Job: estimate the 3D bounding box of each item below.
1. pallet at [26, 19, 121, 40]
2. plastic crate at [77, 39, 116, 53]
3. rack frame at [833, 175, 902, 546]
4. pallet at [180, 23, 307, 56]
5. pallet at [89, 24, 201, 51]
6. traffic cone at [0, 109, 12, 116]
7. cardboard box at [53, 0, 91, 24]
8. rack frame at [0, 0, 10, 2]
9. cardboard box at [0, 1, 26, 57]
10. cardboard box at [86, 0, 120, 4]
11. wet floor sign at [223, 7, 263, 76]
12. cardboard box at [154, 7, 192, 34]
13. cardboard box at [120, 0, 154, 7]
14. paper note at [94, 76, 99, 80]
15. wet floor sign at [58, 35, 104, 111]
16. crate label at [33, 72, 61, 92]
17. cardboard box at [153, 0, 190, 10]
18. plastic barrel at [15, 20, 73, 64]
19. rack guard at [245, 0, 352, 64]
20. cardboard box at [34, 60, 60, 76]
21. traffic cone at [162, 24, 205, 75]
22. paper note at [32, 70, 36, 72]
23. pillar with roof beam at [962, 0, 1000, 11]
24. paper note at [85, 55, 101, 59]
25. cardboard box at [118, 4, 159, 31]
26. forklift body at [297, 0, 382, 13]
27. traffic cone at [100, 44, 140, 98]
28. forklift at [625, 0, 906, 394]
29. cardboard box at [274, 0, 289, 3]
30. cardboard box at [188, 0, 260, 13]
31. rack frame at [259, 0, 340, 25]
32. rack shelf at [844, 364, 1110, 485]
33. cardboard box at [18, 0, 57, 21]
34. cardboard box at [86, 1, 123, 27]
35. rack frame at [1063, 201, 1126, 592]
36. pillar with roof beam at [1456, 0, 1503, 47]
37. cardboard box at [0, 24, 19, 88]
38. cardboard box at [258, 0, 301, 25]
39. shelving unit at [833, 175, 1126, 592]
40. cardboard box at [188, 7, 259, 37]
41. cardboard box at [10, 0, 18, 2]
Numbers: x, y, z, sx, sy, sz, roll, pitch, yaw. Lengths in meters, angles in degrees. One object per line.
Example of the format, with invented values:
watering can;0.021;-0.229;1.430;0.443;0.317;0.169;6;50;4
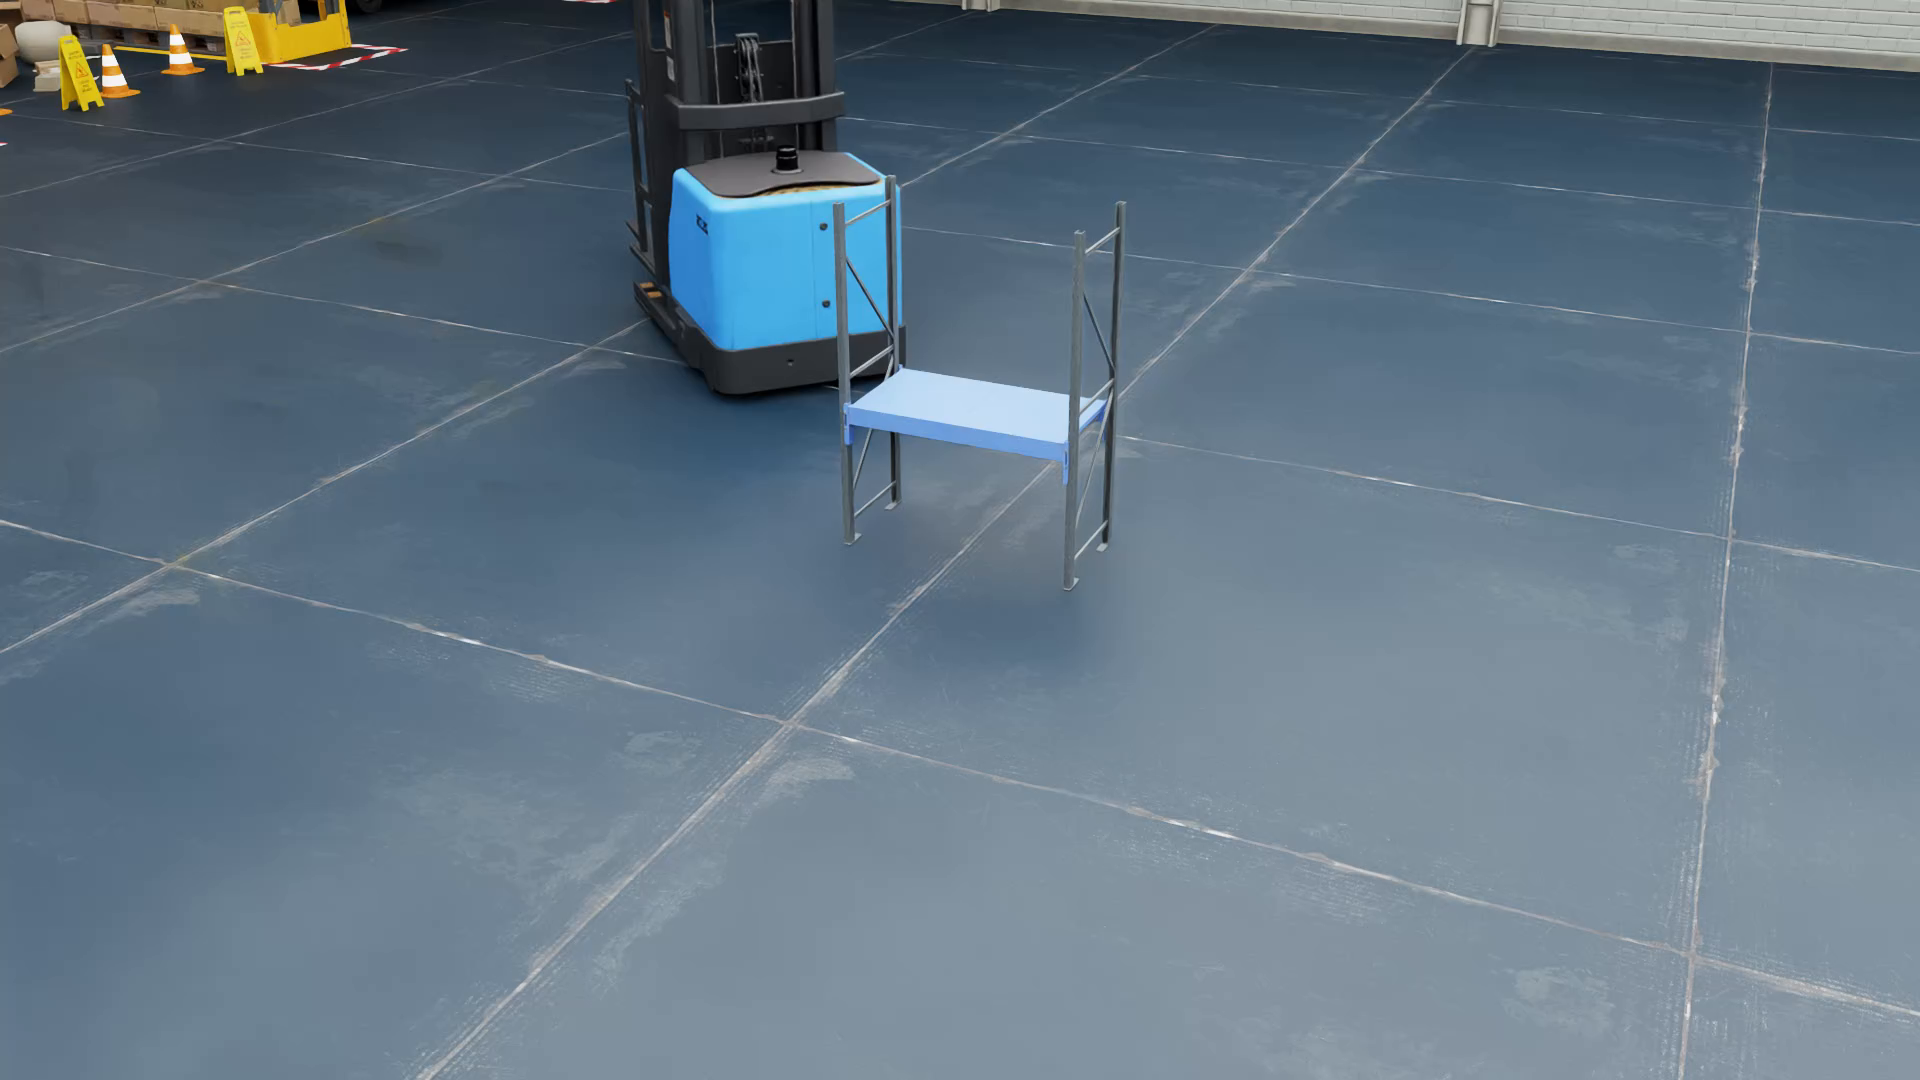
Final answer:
pallet;-10.003;-5.930;19.055;1.213;0.211;1.003;11;28;22
plastic crate;-9.540;-5.363;18.052;0.583;0.080;0.402;2;26;4
rack frame;-0.385;-0.750;7.076;0.032;1.500;0.500;11;28;22
pallet;-7.782;-5.484;18.149;1.213;0.211;1.003;11;28;22
pallet;-8.889;-5.708;18.604;1.213;0.211;1.003;11;28;22
traffic cone;-8.841;-4.079;15.012;0.334;0.463;0.336;11;28;22
cardboard box;-9.713;-5.935;18.546;0.500;0.250;0.500;13;29;25
rack frame;-10.629;-7.290;18.660;0.127;3.000;1.000;11;28;22
cardboard box;-10.217;-5.426;17.702;0.500;0.500;0.500;-12;29;-23
cardboard box;-9.241;-6.176;18.186;0.500;0.500;0.500;13;29;24
wet floor sign;-7.258;-5.037;16.750;0.232;0.644;0.267;23;35;39
cardboard box;-8.304;-5.651;17.969;0.500;0.250;0.500;11;28;22
cardboard box;-8.758;-6.080;17.992;0.500;0.500;0.500;11;28;21
paper note;-8.673;-4.599;16.556;0.142;0.019;0.148;2;26;4
wet floor sign;-8.099;-4.284;15.221;0.232;0.644;0.267;6;27;13
crate label;-8.805;-4.444;16.122;0.298;0.136;0.250;-2;26;-5
cardboard box;-8.302;-5.985;17.799;0.500;0.500;0.500;12;29;24
plastic barrel;-9.495;-5.171;17.274;0.512;0.421;0.421;-12;29;-23
rack guard;-7.057;-5.451;17.755;0.348;0.500;1.175;11;28;22
cardboard box;-9.017;-4.707;16.641;0.380;0.149;0.250;-18;31;-31
traffic cone;-7.913;-4.980;16.841;0.334;0.463;0.336;11;28;22
paper note;-9.384;-4.809;16.996;0.142;0.019;0.148;23;35;39
pillar with roof beam;-1.518;-8.908;15.155;0.400;9.000;9.100;11;28;22
paper note;-9.197;-5.119;17.613;0.148;0.019;0.142;2;26;4
cardboard box;-8.782;-5.744;18.158;0.500;0.250;0.500;10;28;20
forklift body;-7.418;-7.787;20.632;1.214;2.155;2.313;11;28;22
traffic cone;-8.063;-4.472;15.808;0.334;0.463;0.336;11;28;22
forklift;-1.329;-2.696;9.408;1.130;2.935;3.031;-11;28;-20
cardboard box;-7.630;-6.112;18.057;0.500;0.500;0.500;10;28;20
cardboard box;-7.825;-5.891;17.608;0.500;0.500;0.500;12;28;22
rack frame;-6.988;-6.558;17.175;0.127;3.000;1.000;11;28;22
rack shelf;0.078;-0.496;6.967;1.000;0.185;0.538;11;28;22
cardboard box;-10.204;-6.028;18.735;0.500;0.250;0.500;10;28;19
cardboard box;-9.229;-5.839;18.351;0.500;0.250;0.500;11;28;21
rack frame;0.540;-0.564;6.698;0.032;1.500;0.500;11;28;22
pillar with roof beam;3.944;-7.811;12.927;0.400;9.000;9.100;11;28;22
cardboard box;-9.635;-4.741;16.311;0.637;0.503;0.797;-7;27;-14
cardboard box;-7.608;-5.772;18.215;0.500;0.250;0.500;11;28;21
shelving unit;0.078;-0.657;6.887;1.048;1.500;0.538;11;28;22
cardboard box;-7.857;-5.557;17.779;0.500;0.250;0.500;11;28;22
cardboard box;-11.108;-6.394;19.341;0.625;0.372;0.950;12;29;22
